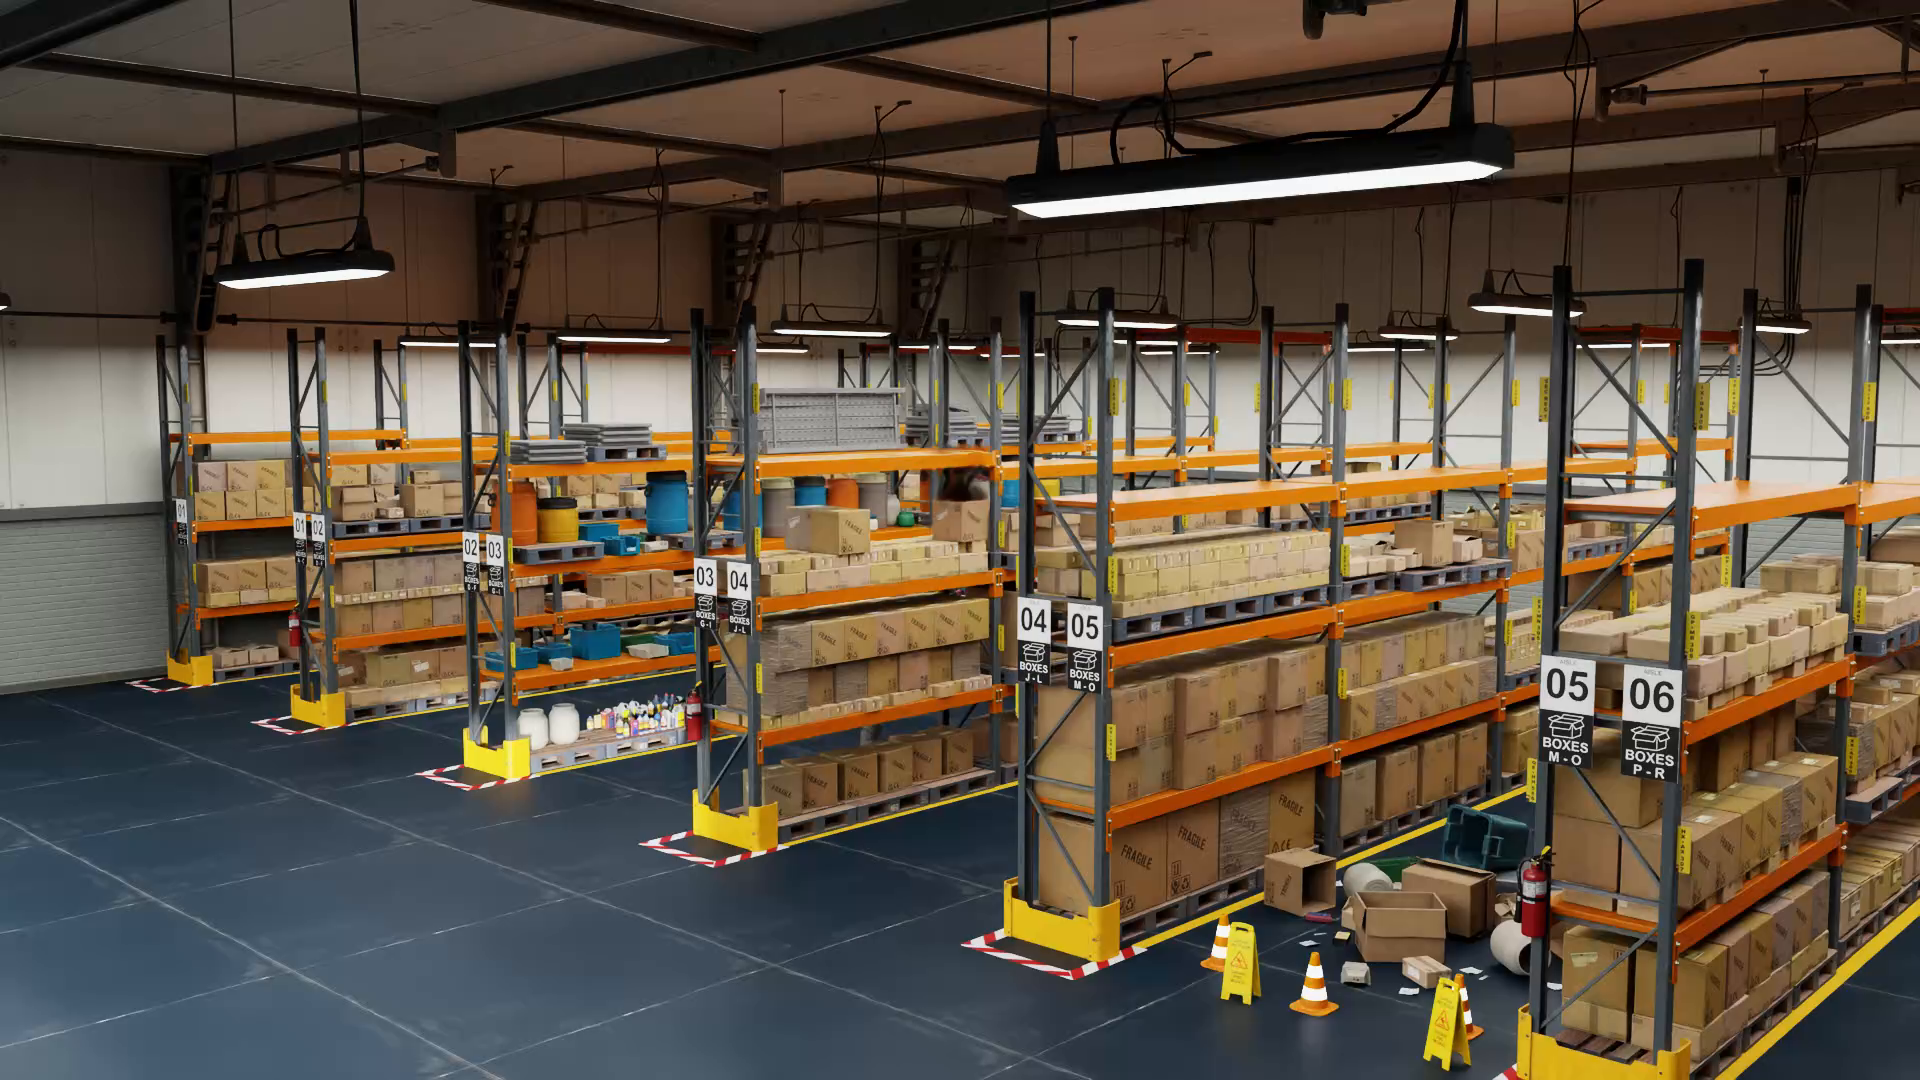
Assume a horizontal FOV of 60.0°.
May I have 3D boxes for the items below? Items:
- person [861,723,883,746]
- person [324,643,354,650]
[{"bbox_3d":[-1.205,2.177,22.492,0.469,1.763,0.596,2,6,24],"label":"person"},{"bbox_3d":[-10.517,1.714,28.146,0.418,1.625,1.010,2,6,20],"label":"person"}]
